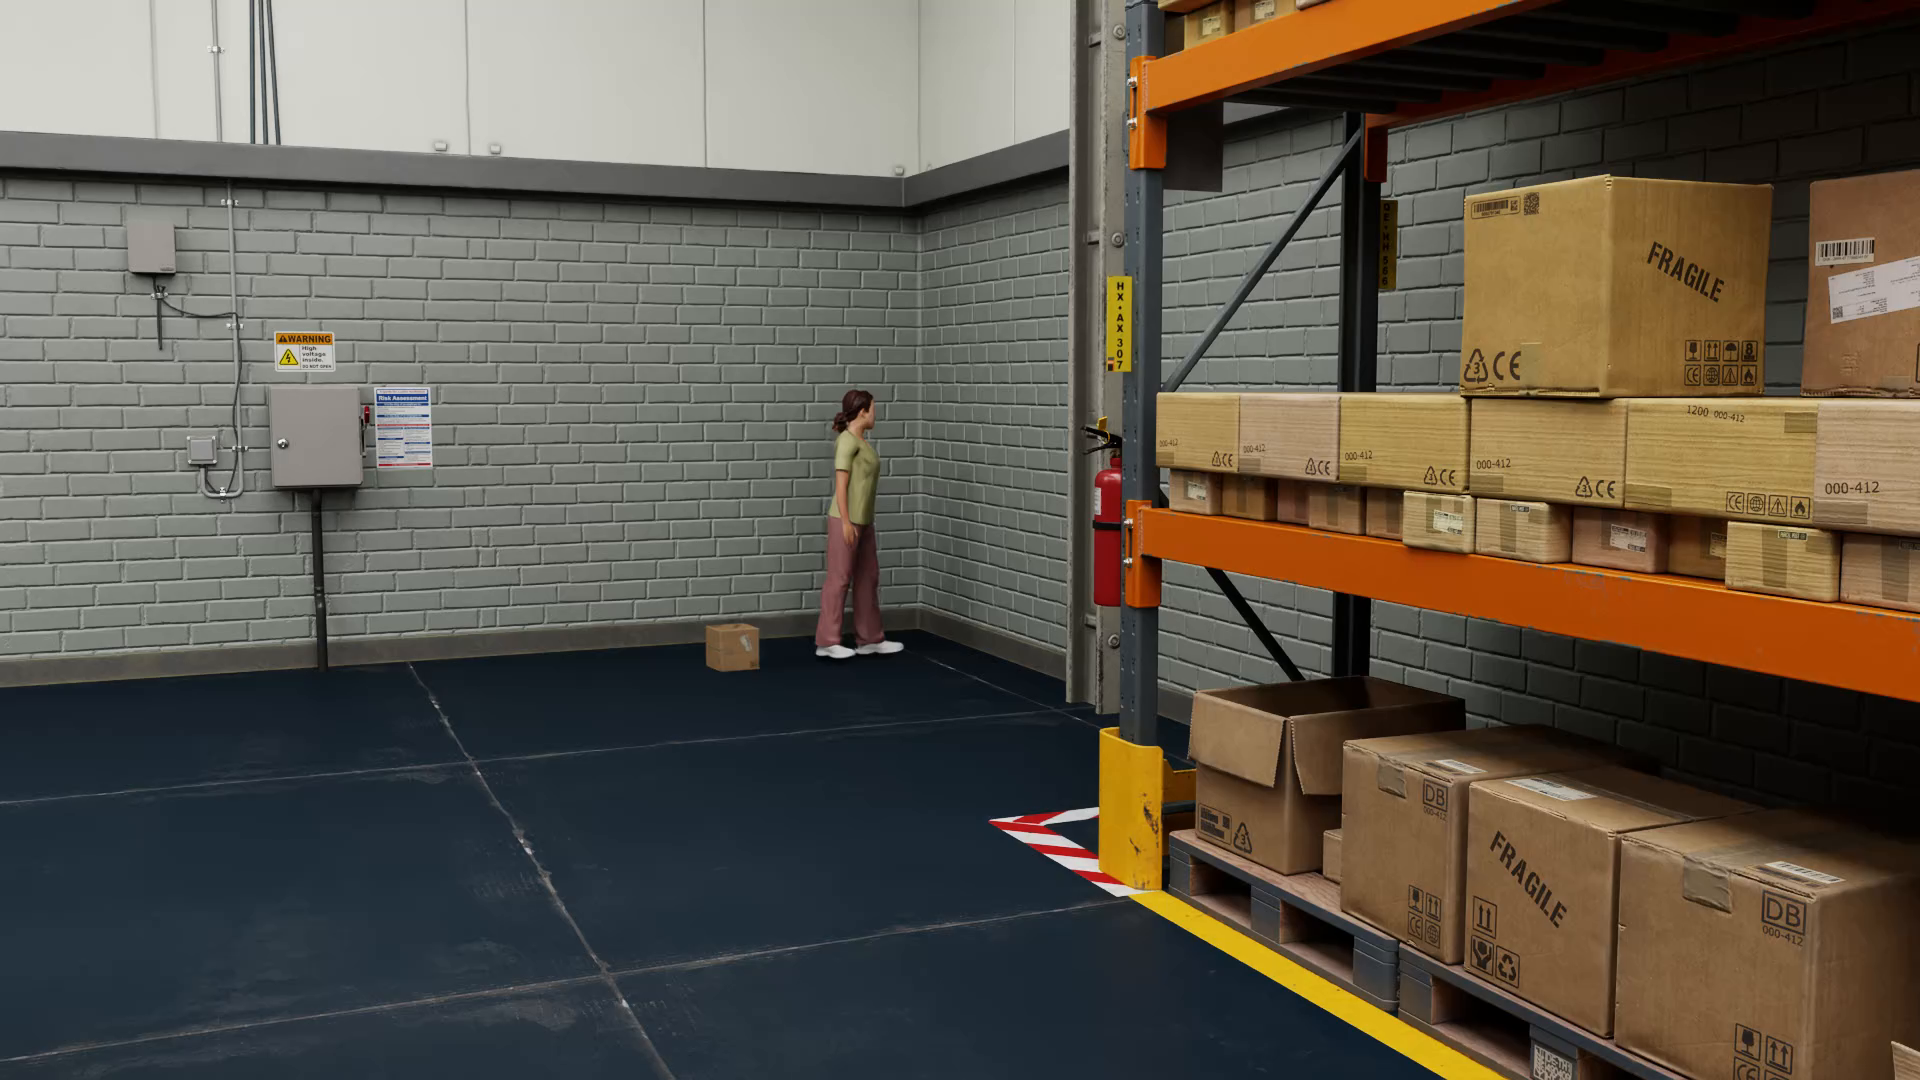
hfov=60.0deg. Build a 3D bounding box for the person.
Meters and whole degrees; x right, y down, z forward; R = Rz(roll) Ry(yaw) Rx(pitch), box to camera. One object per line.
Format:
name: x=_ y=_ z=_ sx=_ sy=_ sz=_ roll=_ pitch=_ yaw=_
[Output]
person: x=-0.646 y=-0.098 z=10.370 sx=0.512 sy=1.671 sz=0.461 roll=1 pitch=6 yaw=11
